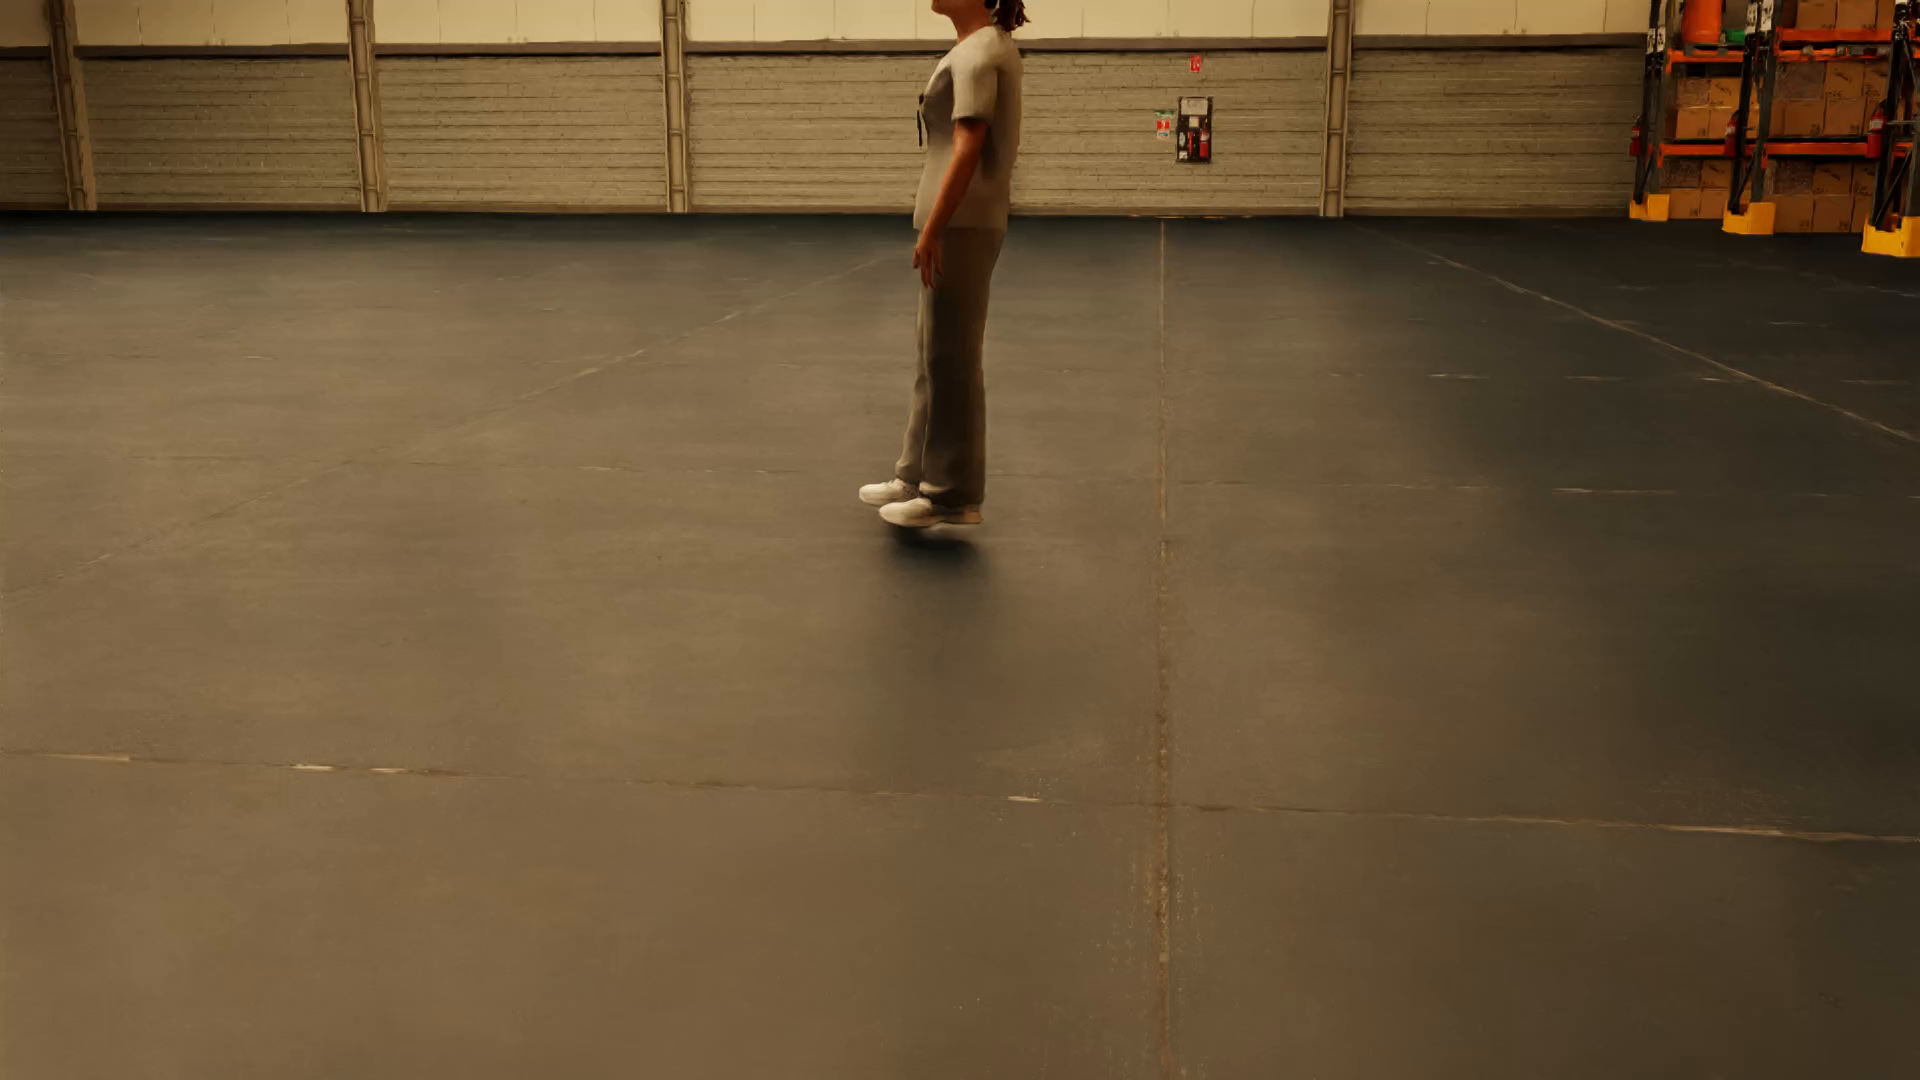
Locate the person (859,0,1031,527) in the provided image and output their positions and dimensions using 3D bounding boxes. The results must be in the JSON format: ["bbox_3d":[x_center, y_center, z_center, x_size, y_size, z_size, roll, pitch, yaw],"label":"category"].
[{"bbox_3d":[-0.071,-0.866,4.766,0.549,1.673,0.550,2,13,7],"label":"person"}]
